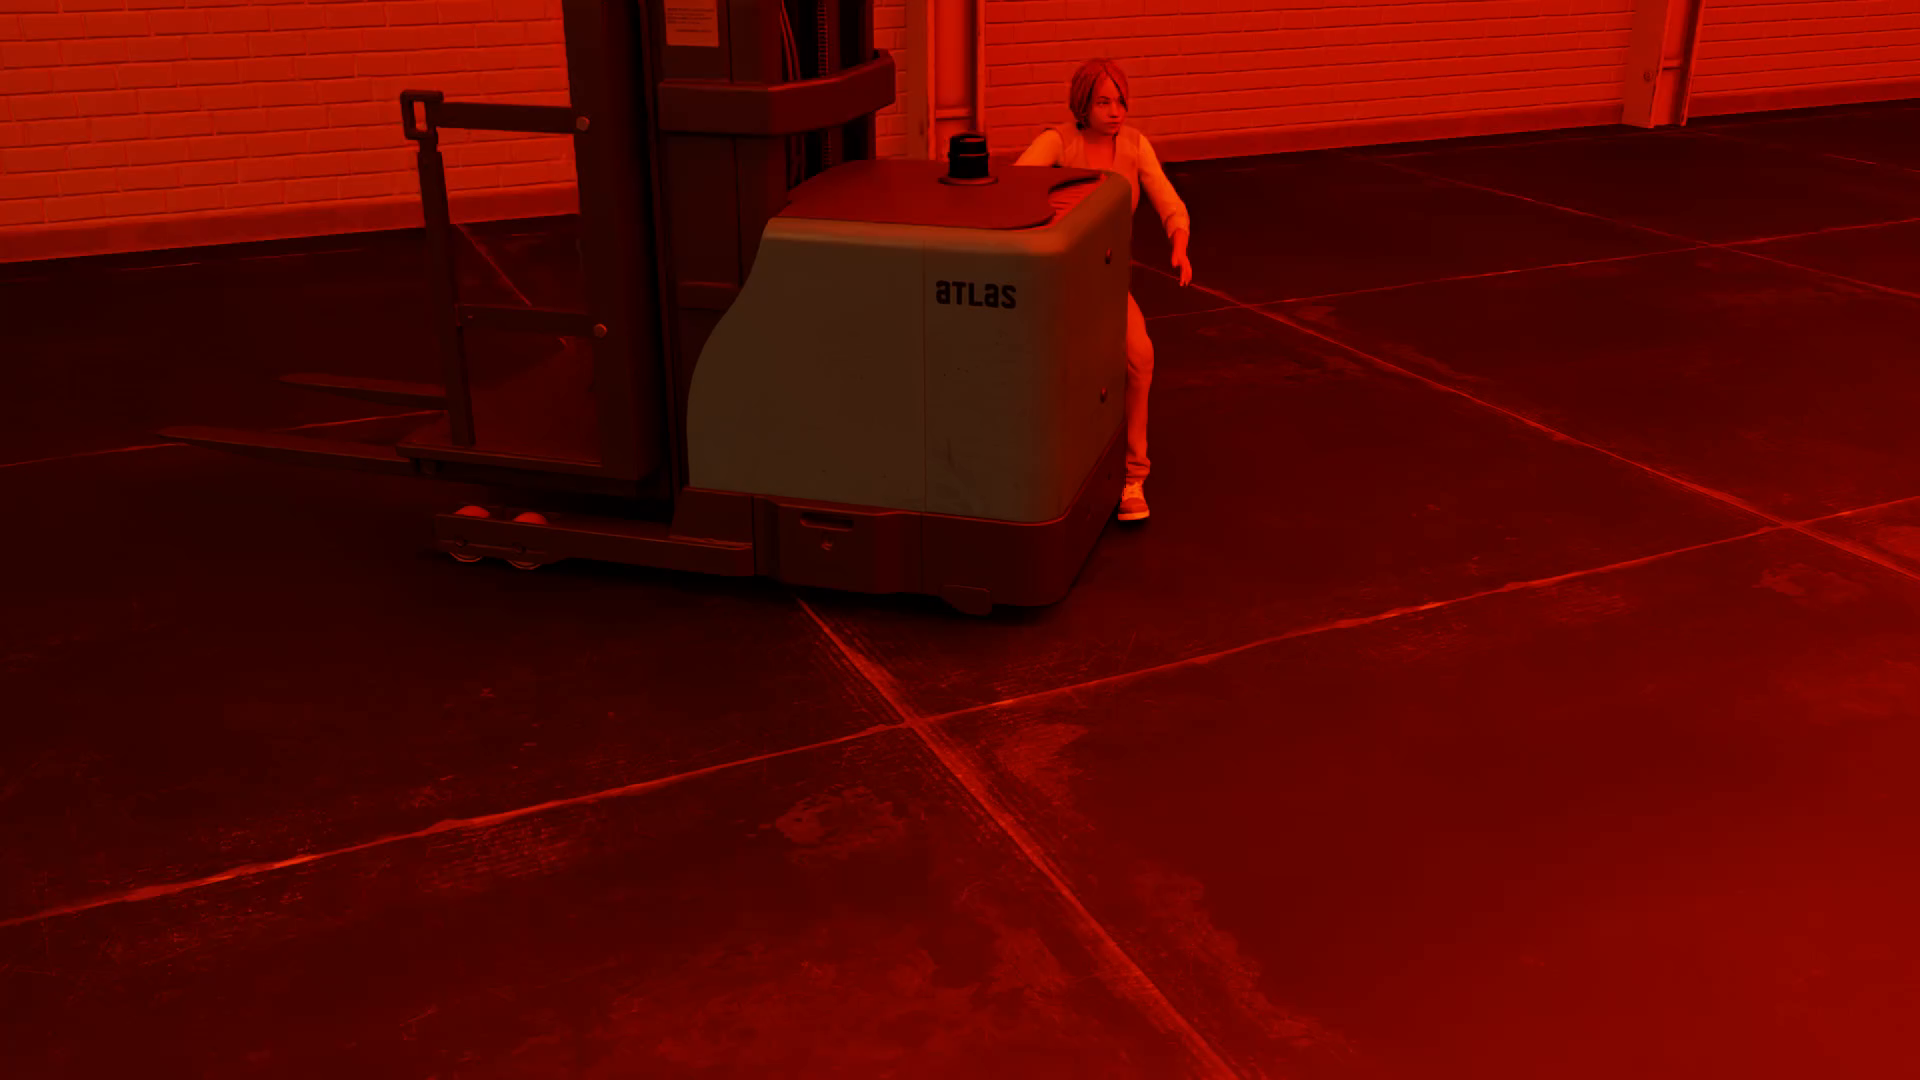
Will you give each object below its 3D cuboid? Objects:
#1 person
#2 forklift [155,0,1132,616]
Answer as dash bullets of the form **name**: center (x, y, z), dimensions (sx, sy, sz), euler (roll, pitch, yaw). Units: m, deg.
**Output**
- **person**: center (0.478, -0.784, 5.267), dimensions (0.679, 1.394, 0.760), euler (-9, 24, -21)
- **forklift**: center (-1.048, -1.452, 4.781), dimensions (3.031, 2.935, 1.130), euler (6, 23, 15)
